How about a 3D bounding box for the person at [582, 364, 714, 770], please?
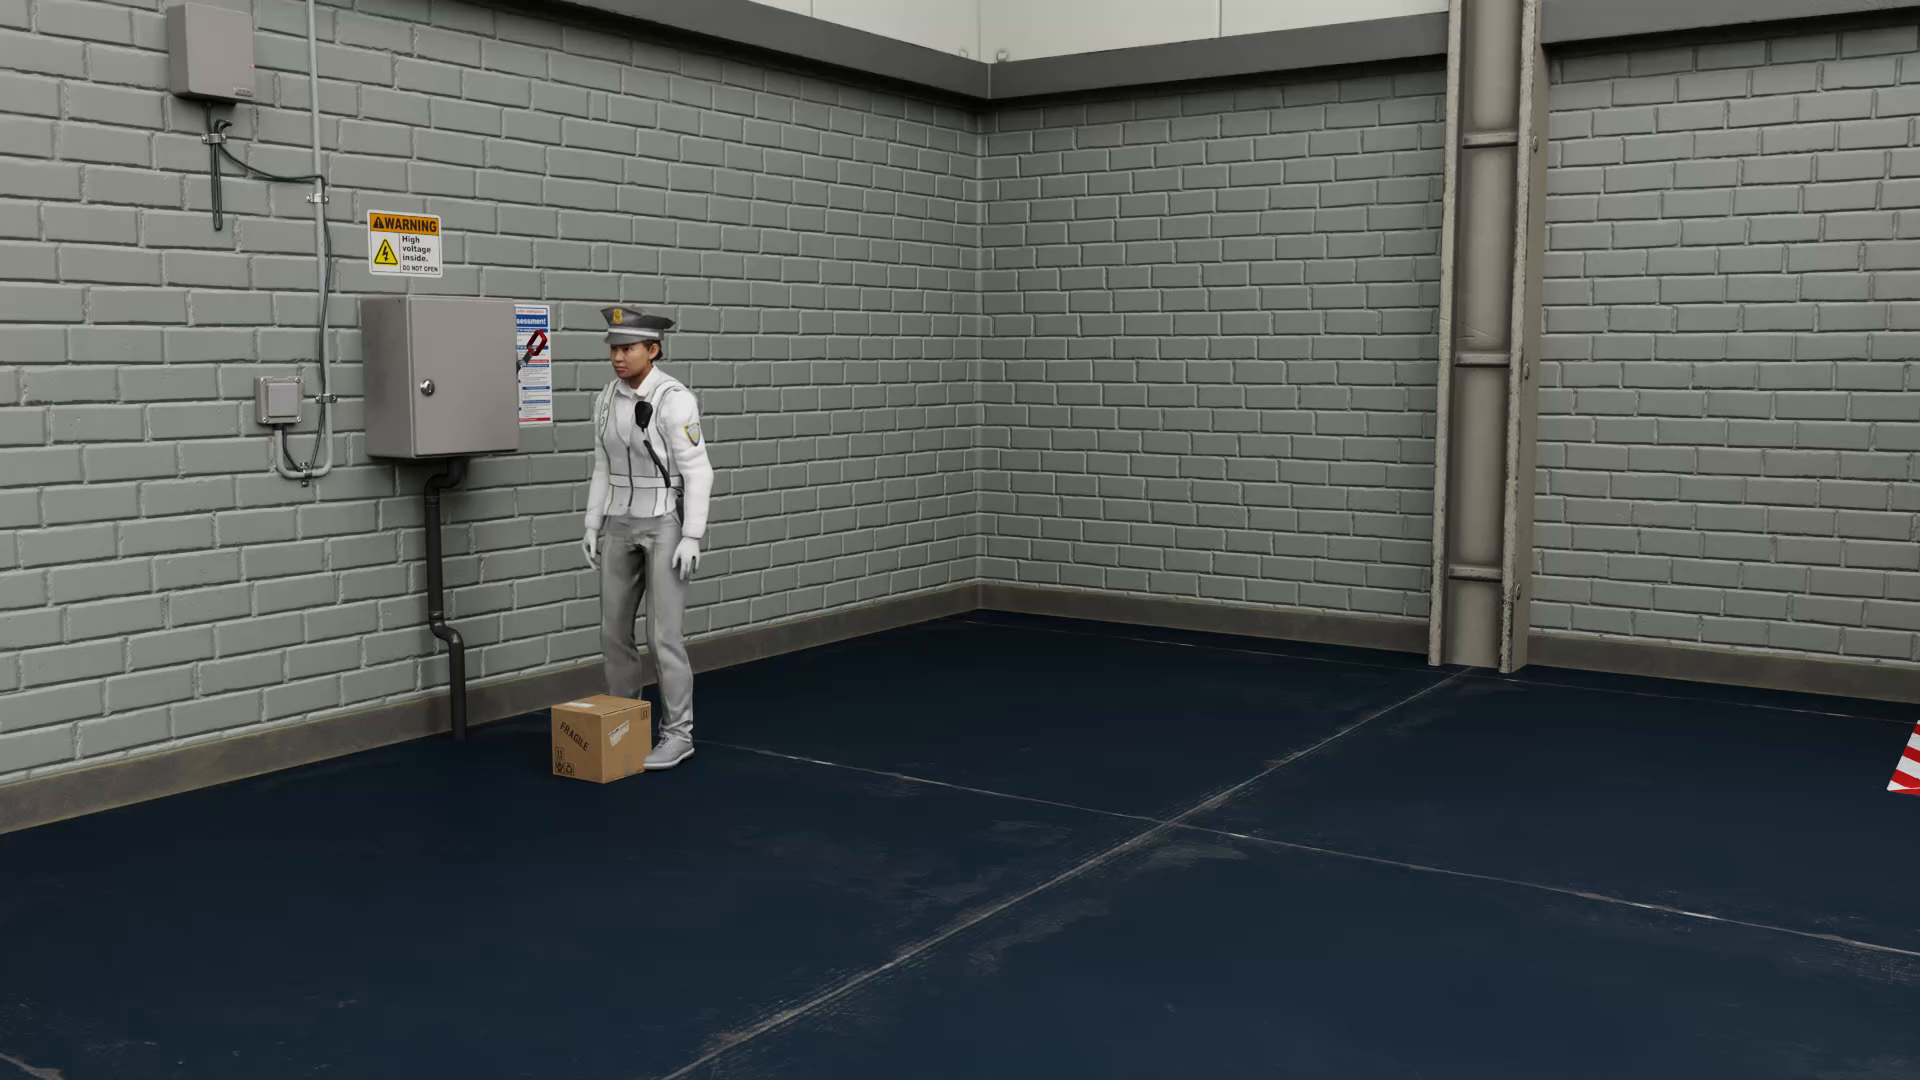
[{"bbox_3d":[-1.148,0.087,6.113,0.547,1.463,0.353,4,7,30],"label":"person"}]
